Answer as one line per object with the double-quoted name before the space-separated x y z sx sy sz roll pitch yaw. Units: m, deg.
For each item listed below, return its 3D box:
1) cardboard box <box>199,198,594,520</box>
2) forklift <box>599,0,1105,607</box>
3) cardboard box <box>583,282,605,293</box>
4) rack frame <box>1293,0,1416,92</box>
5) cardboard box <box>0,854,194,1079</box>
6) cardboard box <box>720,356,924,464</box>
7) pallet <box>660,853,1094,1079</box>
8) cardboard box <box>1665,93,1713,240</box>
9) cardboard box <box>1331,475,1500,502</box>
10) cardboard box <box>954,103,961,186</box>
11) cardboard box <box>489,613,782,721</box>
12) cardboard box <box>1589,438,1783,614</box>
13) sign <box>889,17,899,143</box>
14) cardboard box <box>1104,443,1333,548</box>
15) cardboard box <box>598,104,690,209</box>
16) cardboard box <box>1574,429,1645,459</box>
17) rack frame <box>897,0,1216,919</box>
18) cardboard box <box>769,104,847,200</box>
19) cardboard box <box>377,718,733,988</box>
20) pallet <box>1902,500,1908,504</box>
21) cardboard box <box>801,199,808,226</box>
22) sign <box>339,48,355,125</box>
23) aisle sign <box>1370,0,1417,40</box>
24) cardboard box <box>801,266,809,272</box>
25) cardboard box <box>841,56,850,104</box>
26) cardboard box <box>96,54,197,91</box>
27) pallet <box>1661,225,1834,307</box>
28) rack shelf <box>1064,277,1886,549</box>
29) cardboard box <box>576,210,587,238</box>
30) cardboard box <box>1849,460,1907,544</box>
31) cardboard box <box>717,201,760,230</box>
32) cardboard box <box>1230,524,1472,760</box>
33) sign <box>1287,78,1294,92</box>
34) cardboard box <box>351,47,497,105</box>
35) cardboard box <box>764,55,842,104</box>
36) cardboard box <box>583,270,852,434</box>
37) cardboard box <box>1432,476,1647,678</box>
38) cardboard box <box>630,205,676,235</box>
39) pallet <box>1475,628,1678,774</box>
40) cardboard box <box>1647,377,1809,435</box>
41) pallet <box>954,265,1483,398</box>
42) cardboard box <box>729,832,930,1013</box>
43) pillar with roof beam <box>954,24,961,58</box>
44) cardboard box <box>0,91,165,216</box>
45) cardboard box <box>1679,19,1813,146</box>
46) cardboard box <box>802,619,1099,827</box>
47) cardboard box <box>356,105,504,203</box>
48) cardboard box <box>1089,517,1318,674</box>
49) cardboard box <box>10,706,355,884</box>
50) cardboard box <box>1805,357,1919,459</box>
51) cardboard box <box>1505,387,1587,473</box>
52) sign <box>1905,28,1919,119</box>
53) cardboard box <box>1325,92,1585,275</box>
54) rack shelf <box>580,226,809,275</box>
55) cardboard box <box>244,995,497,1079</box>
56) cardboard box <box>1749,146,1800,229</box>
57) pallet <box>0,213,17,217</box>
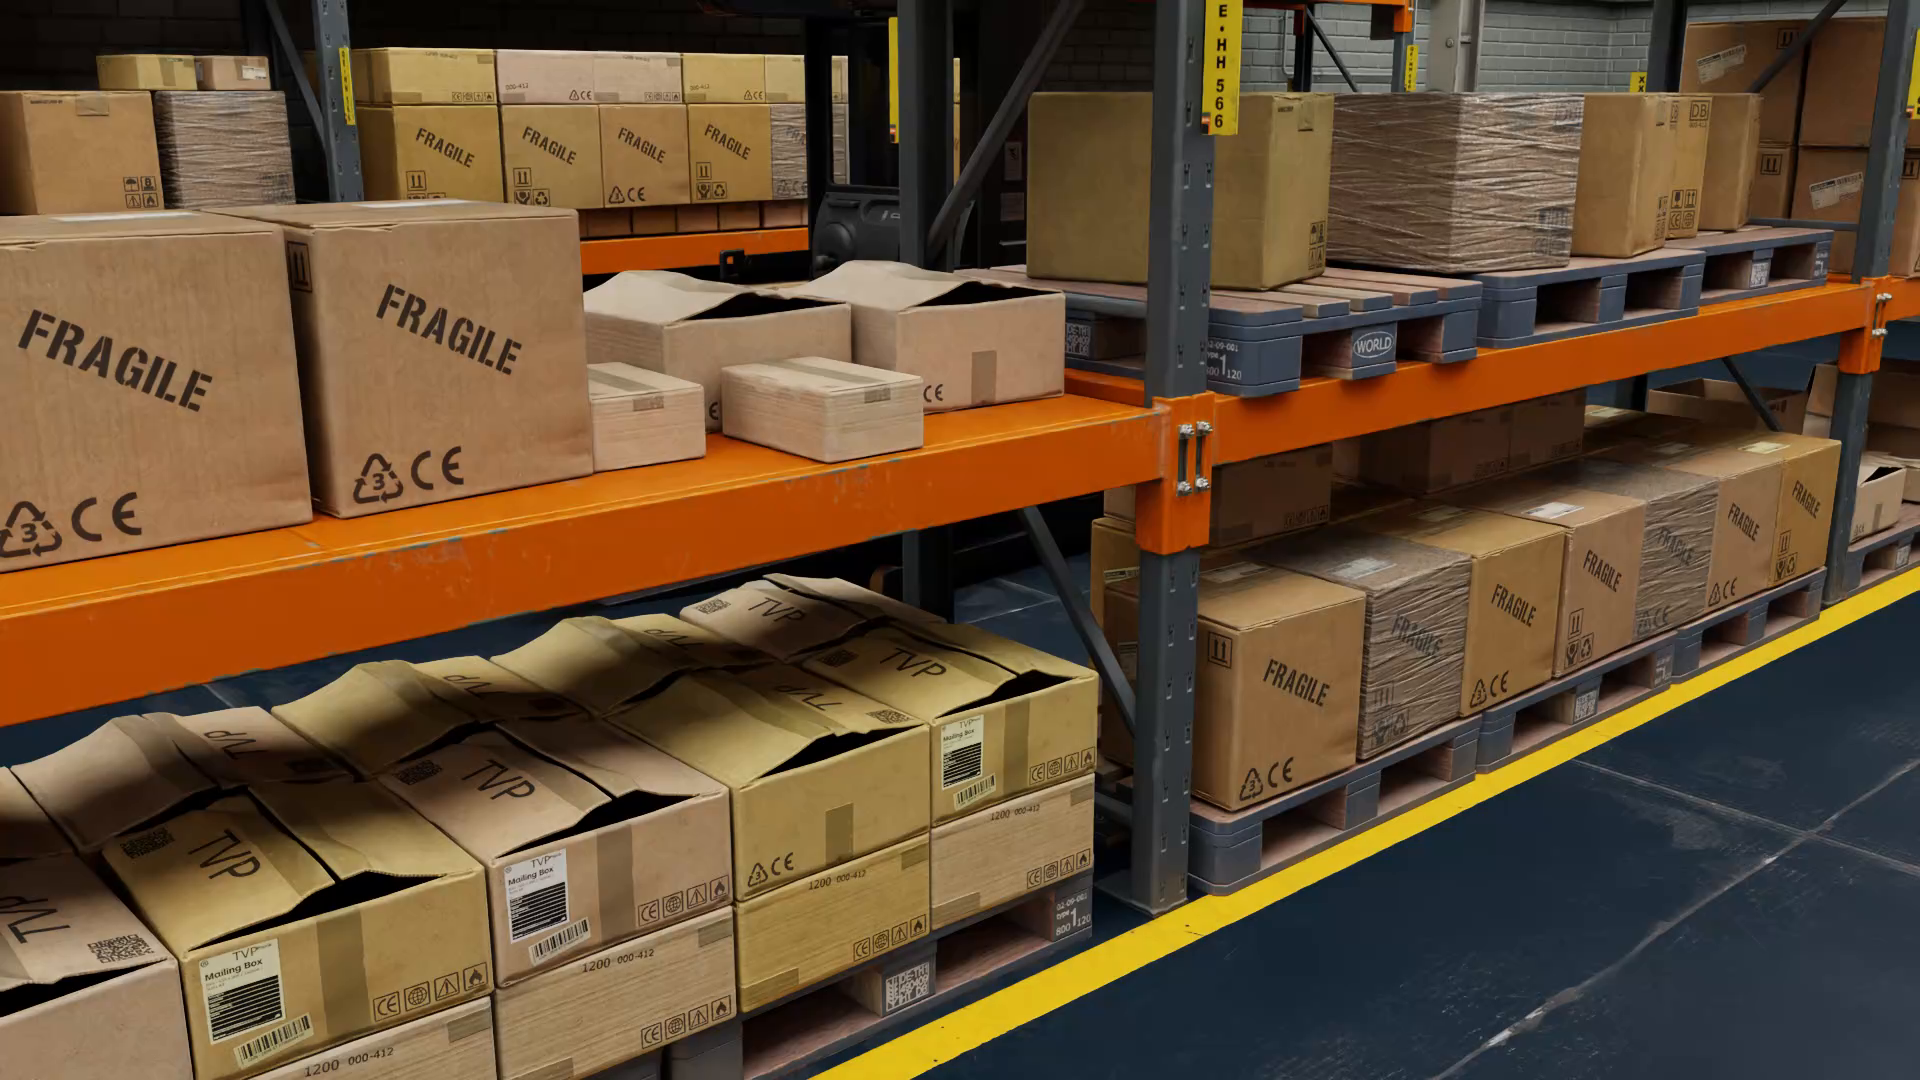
"cardboard box" -1.047 -0.364 3.108 0.500 0.500 0.500 -14 20 -42
"forklift" -0.441 -1.302 6.944 1.130 2.935 3.031 14 21 43
"cardboard box" -1.741 -0.978 8.950 0.750 0.750 0.750 -13 20 -40
"rack frame" 2.988 -2.923 12.879 0.127 3.000 1.000 -13 19 -39
"cardboard box" -1.564 0.735 2.612 0.500 0.311 0.500 -14 20 -41
"cardboard box" -0.289 -0.276 3.458 0.250 0.149 0.380 -13 19 -39
"pallet" -0.439 0.876 4.063 1.213 0.211 1.003 -13 19 -39
"cardboard box" 2.244 -1.367 6.047 0.500 0.500 0.700 -9 17 -31
"cardboard box" 1.542 0.010 5.892 0.500 0.500 0.500 -14 20 -41
"cardboard box" -0.212 -2.319 9.812 0.500 0.500 0.500 -13 20 -40
"cardboard box" -0.771 0.373 3.968 0.500 0.311 0.500 -13 20 -41
"cardboard box" 2.663 -0.065 6.170 0.500 0.500 0.500 -13 19 -39
"sign" -0.156 -1.229 4.447 0.005 0.325 0.100 -13 19 -39
"cardboard box" 0.799 -0.185 5.169 0.500 0.250 0.500 -12 19 -37
"cardboard box" -1.736 -1.972 8.512 0.500 0.500 0.500 -13 20 -40
"cardboard box" 2.305 -0.159 6.524 0.500 0.500 0.500 -12 19 -39
"rack frame" 0.208 -0.604 4.197 0.127 3.000 1.000 -13 19 -39
"cardboard box" -0.975 -2.148 9.168 0.500 0.500 0.500 -13 19 -39
"cardboard box" -0.796 0.562 3.261 0.500 0.311 0.500 -13 20 -40
"pallet" 4.665 -0.258 8.306 1.213 0.211 1.003 -13 19 -39
"cardboard box" -0.887 -1.854 9.325 0.250 0.149 0.380 -13 19 -39
"sign" -2.683 -1.984 7.276 0.005 0.325 0.100 -13 19 -39
"aisle sign" 3.239 -4.132 12.370 0.004 0.787 0.394 -13 19 -39
"cardboard box" -0.434 -1.274 10.058 0.750 0.750 0.750 -12 19 -39
"cardboard box" -0.606 -2.595 9.391 0.500 0.250 0.500 -12 19 -38
"cardboard box" -3.520 -2.020 7.196 0.380 0.149 0.250 12 19 38
"pallet" 2.551 -1.074 6.331 1.213 0.211 1.003 -13 19 -39
"rack shelf" 1.717 -0.595 5.558 4.000 0.370 1.077 -13 19 -39
"cardboard box" -2.086 -1.602 8.385 0.250 0.149 0.380 -13 20 -40
"cardboard box" 3.684 -0.224 7.133 0.500 0.311 0.500 -13 19 -39
"cardboard box" -1.294 -1.771 9.017 0.250 0.149 0.380 -12 19 -38
"cardboard box" 1.130 0.280 4.879 0.500 0.500 0.500 -14 20 -41
"sign" 2.628 -3.488 13.165 0.005 0.325 0.100 -13 19 -39
"cardboard box" -2.513 -2.163 7.773 0.500 0.250 0.500 -12 19 -38
"cardboard box" -0.991 -2.509 9.068 0.500 0.250 0.500 -12 19 -38
"cardboard box" -0.594 -0.447 3.782 0.500 0.311 0.500 -13 20 -40
"cardboard box" 1.902 0.107 5.529 0.500 0.500 0.500 -14 20 -41
"cardboard box" -1.694 -1.690 8.711 0.250 0.149 0.380 -12 19 -39
"pallet" 1.716 0.419 5.773 1.213 0.211 1.003 -13 19 -39
"cardboard box" 3.469 -0.438 7.568 0.500 0.500 0.500 -13 19 -39
"pallet" 0.673 -0.639 4.703 1.003 0.211 1.213 -13 19 -39
"cardboard box" -0.415 0.747 3.657 0.500 0.250 0.500 -13 20 -40
"pillar with roof beam" 2.757 -4.592 7.504 0.400 9.000 9.100 -13 19 -39
"cardboard box" -3.799 -1.647 7.056 0.700 0.500 0.500 14 20 42
"cardboard box" 3.437 -1.949 7.101 0.500 0.500 0.500 -13 19 -39
"cardboard box" -0.026 0.388 3.914 0.500 0.311 0.500 -12 19 -38
"cardboard box" -2.512 -1.801 7.873 0.500 0.500 0.500 -12 19 -38
"cardboard box" 0.759 0.187 5.227 0.500 0.500 0.500 -12 19 -37
"cardboard box" -1.544 0.546 3.320 0.500 0.311 0.500 -13 20 -40
"cardboard box" 4.639 -0.607 8.195 0.637 0.503 0.797 -13 19 -39
"cardboard box" 1.946 -0.444 6.140 0.500 0.250 0.500 -13 19 -39
"sign" 3.592 -1.733 6.182 0.005 0.325 0.100 -13 19 -39
"cardboard box" 1.424 -1.101 5.052 0.500 0.500 0.700 -9 17 -29
"rack shelf" -1.538 -1.559 9.166 4.000 0.370 1.077 -13 19 -39
"cardboard box" -1.183 0.919 3.012 0.500 0.250 0.500 -12 19 -38
"cardboard box" 3.434 -1.464 7.225 0.500 0.500 0.500 -12 19 -38
"pallet" -3.514 -1.333 7.300 1.003 0.211 1.213 -13 19 -39
